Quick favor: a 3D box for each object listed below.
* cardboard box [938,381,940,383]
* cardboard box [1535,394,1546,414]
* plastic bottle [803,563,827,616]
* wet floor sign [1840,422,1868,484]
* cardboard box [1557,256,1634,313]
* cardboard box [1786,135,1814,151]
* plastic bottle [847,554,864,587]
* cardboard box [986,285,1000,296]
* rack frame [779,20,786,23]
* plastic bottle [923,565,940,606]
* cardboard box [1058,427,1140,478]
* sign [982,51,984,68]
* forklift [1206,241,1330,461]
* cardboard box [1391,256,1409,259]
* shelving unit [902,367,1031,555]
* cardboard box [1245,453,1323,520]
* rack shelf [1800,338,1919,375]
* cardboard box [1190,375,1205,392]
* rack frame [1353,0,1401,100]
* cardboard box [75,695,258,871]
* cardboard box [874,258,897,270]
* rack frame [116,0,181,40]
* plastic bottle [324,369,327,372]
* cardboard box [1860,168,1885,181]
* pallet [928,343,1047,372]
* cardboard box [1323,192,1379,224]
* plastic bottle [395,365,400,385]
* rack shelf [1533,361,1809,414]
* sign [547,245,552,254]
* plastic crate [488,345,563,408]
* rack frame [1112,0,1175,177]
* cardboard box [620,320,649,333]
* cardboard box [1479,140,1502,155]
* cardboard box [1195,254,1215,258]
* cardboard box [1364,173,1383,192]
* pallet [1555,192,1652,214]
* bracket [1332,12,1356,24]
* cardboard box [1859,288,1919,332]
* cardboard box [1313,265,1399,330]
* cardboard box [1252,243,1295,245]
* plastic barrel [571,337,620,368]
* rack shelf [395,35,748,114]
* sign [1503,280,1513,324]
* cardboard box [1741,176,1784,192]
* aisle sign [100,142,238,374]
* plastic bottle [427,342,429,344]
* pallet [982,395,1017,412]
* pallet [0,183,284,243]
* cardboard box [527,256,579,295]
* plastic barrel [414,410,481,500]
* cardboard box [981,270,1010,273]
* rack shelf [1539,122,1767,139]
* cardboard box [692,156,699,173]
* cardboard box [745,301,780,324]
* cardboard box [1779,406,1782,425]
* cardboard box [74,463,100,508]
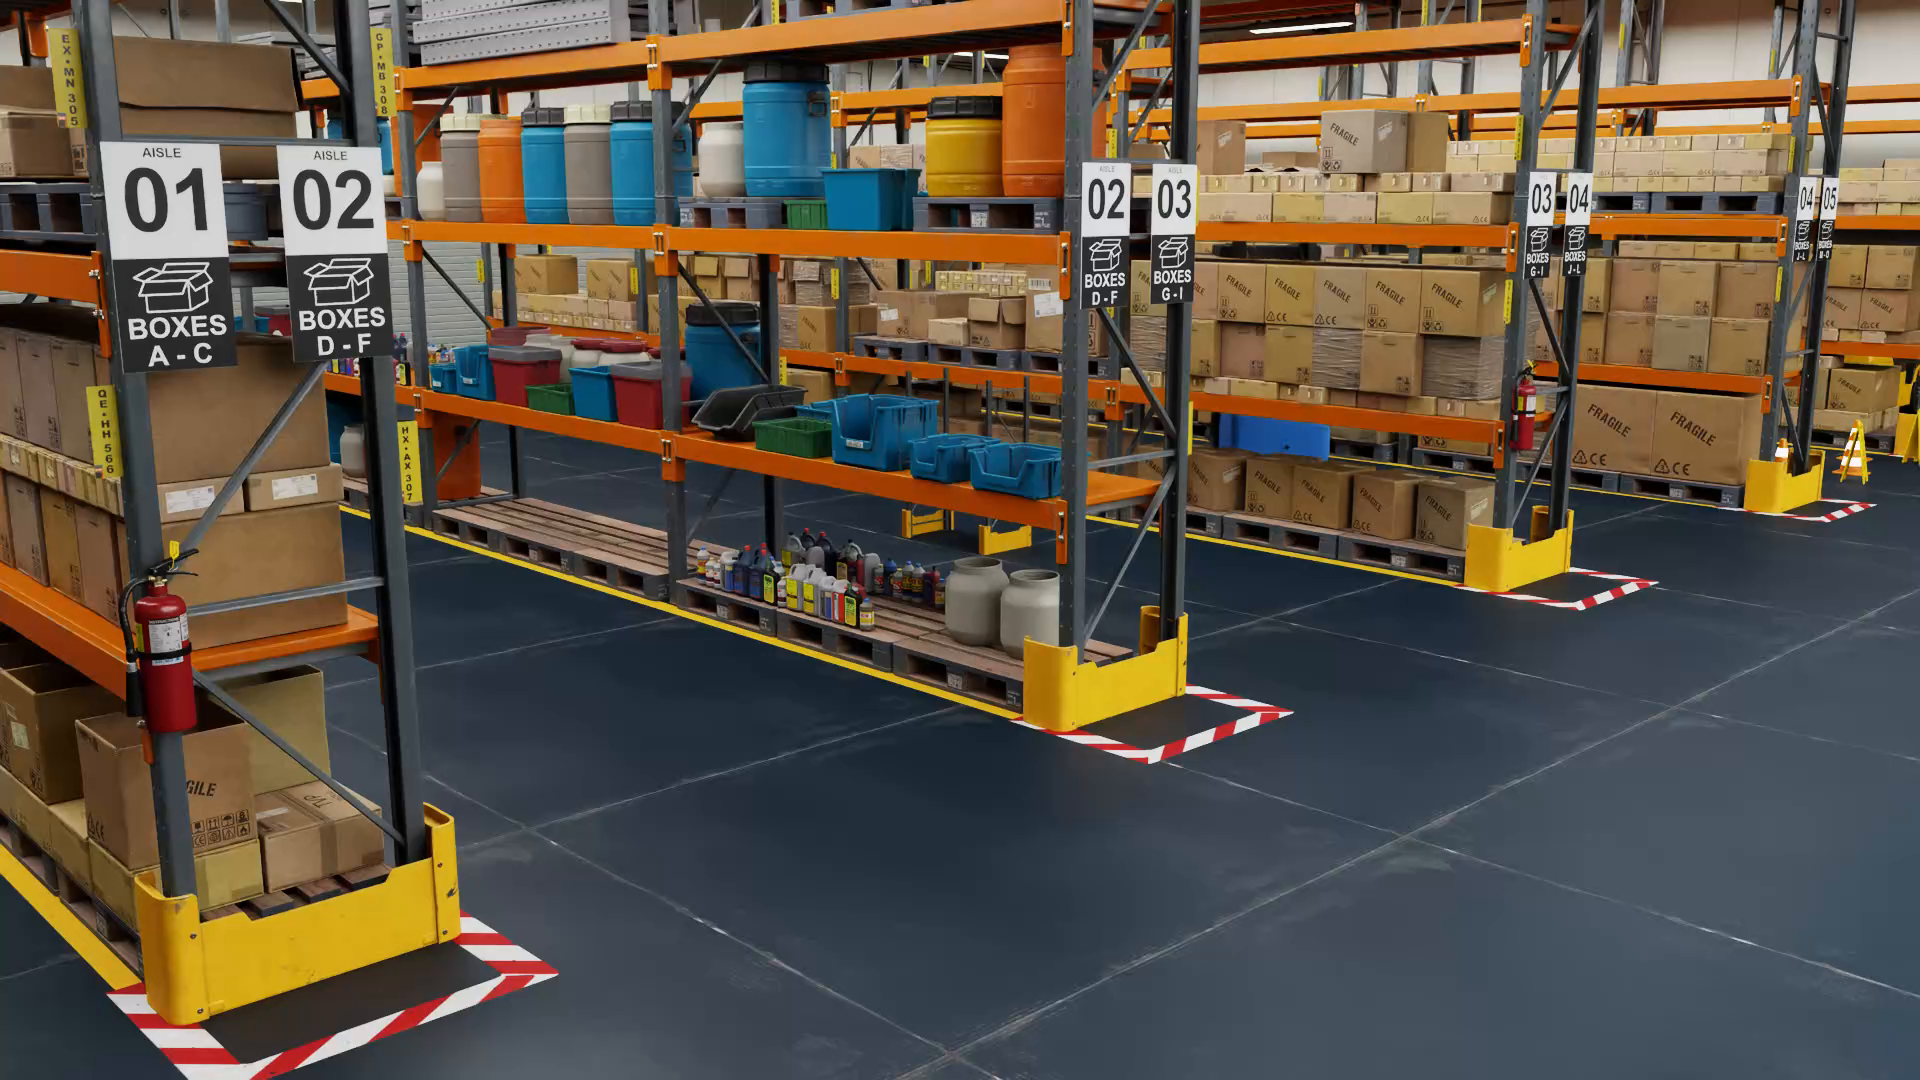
[{"bbox_3d":[-0.279,-2.526,25.761,0.380,0.149,0.250,-10,15,-41],"label":"cardboard box"},{"bbox_3d":[4.529,-1.104,13.457,0.380,0.149,0.250,-11,16,-43],"label":"cardboard box"},{"bbox_3d":[-0.981,0.329,11.356,0.144,0.351,0.185,-10,15,-40],"label":"plastic bottle"},{"bbox_3d":[9.663,-0.947,17.908,0.232,0.644,0.267,8,14,35],"label":"wet floor sign"},{"bbox_3d":[6.788,-2.717,17.620,0.875,0.550,0.500,-11,16,-43],"label":"cardboard box"},{"bbox_3d":[8.211,-3.913,16.393,0.380,0.149,0.250,-11,16,-42],"label":"cardboard box"},{"bbox_3d":[-0.749,0.238,11.965,0.061,0.283,0.133,-11,16,-43],"label":"plastic bottle"},{"bbox_3d":[0.590,-3.534,23.477,0.380,0.149,0.250,-10,15,-40],"label":"cardboard box"},{"bbox_3d":[-2.838,-7.102,27.080,1.000,3.000,0.127,-11,16,-43],"label":"rack frame"},{"bbox_3d":[-0.198,0.310,11.616,0.061,0.283,0.133,-11,16,-42],"label":"plastic bottle"},{"bbox_3d":[1.383,-0.819,16.559,0.500,0.500,0.700,10,15,41],"label":"cardboard box"},{"bbox_3d":[0.321,-7.131,24.516,0.100,0.325,0.005,-11,16,-43],"label":"sign"},{"bbox_3d":[3.344,-2.203,18.341,1.130,2.935,3.031,0,12,2],"label":"forklift"},{"bbox_3d":[6.705,-3.928,24.516,0.500,0.500,0.500,-10,15,-40],"label":"cardboard box"},{"bbox_3d":[0.053,-0.723,14.706,0.587,1.500,1.083,-11,16,-43],"label":"shelving unit"},{"bbox_3d":[2.925,-0.491,15.014,0.500,0.500,0.500,10,15,40],"label":"cardboard box"},{"bbox_3d":[10.340,-2.472,21.261,1.077,0.370,4.000,-11,16,-43],"label":"rack shelf"},{"bbox_3d":[2.258,-1.433,15.057,0.380,0.149,0.250,-11,16,-43],"label":"cardboard box"},{"bbox_3d":[6.197,-6.639,24.833,1.000,3.000,0.127,-11,16,-43],"label":"rack frame"},{"bbox_3d":[-3.199,0.965,6.709,0.500,0.500,0.500,-11,16,-43],"label":"cardboard box"},{"bbox_3d":[-0.957,-4.370,25.224,0.500,0.500,0.500,11,16,43],"label":"cardboard box"},{"bbox_3d":[-10.078,-5.735,20.447,1.000,3.000,0.127,-11,16,-43],"label":"rack frame"},{"bbox_3d":[-6.344,-1.825,16.656,0.097,0.271,0.097,0,12,0],"label":"plastic bottle"},{"bbox_3d":[10.934,-4.355,19.830,0.380,0.149,0.250,-11,16,-43],"label":"cardboard box"},{"bbox_3d":[0.426,-1.942,17.380,1.003,0.211,1.213,-11,16,-43],"label":"pallet"},{"bbox_3d":[3.342,-2.731,13.671,0.500,0.250,0.500,-10,16,-41],"label":"cardboard box"},{"bbox_3d":[-5.207,-1.551,15.497,0.097,0.201,0.097,0,12,0],"label":"plastic bottle"},{"bbox_3d":[6.830,-1.768,17.841,1.077,0.370,4.000,-11,16,-43],"label":"rack shelf"},{"bbox_3d":[-6.093,-4.244,24.619,0.100,0.325,0.005,-11,16,-43],"label":"sign"},{"bbox_3d":[-3.658,-1.382,14.027,0.402,0.464,0.583,-11,16,-43],"label":"plastic crate"},{"bbox_3d":[1.792,-4.674,15.297,1.000,3.000,0.127,-11,16,-43],"label":"rack frame"},{"bbox_3d":[-4.181,-2.779,21.589,0.380,0.149,0.250,-11,16,-42],"label":"cardboard box"},{"bbox_3d":[5.806,-4.229,17.928,0.380,0.149,0.250,-11,16,-43],"label":"cardboard box"},{"bbox_3d":[3.339,-3.394,21.226,0.700,0.500,0.500,-11,16,-43],"label":"cardboard box"},{"bbox_3d":[3.502,-2.906,13.531,0.380,0.149,0.250,-11,16,-42],"label":"cardboard box"},{"bbox_3d":[6.844,-3.539,17.441,1.003,0.211,1.213,-11,16,-43],"label":"pallet"},{"bbox_3d":[7.223,-9.795,31.232,0.235,0.232,0.430,-11,16,-43],"label":"bracket"},{"bbox_3d":[11.147,-2.768,19.929,0.500,0.500,0.500,-11,16,-44],"label":"cardboard box"},{"bbox_3d":[3.302,-2.028,13.856,0.500,0.500,0.500,-11,16,-43],"label":"cardboard box"},{"bbox_3d":[4.952,-4.425,26.231,0.500,0.500,0.500,-11,16,-43],"label":"cardboard box"},{"bbox_3d":[-3.098,-1.452,14.190,0.433,0.535,0.433,0,12,0],"label":"plastic barrel"},{"bbox_3d":[-3.172,-3.727,13.476,1.077,0.370,4.000,-11,16,-43],"label":"rack shelf"},{"bbox_3d":[4.139,-1.799,12.558,0.100,0.325,0.005,-11,16,-43],"label":"sign"},{"bbox_3d":[7.736,-3.430,16.028,0.380,0.149,0.250,-11,16,-43],"label":"cardboard box"},{"bbox_3d":[-2.781,-0.995,5.863,0.394,0.787,0.004,-11,16,-43],"label":"aisle sign"},{"bbox_3d":[-5.383,-1.855,16.772,0.061,0.283,0.133,-11,16,-43],"label":"plastic bottle"},{"bbox_3d":[0.463,-2.100,24.583,1.003,0.211,1.213,-11,16,-43],"label":"pallet"},{"bbox_3d":[-3.083,-1.305,6.595,1.003,0.211,1.213,-11,16,-43],"label":"pallet"},{"bbox_3d":[-5.652,-3.671,23.072,0.500,0.500,0.500,11,16,44],"label":"cardboard box"},{"bbox_3d":[-4.903,-0.841,15.897,0.600,0.830,0.708,-11,16,-43],"label":"plastic barrel"},{"bbox_3d":[0.529,-3.883,24.433,0.250,0.149,0.380,11,16,43],"label":"cardboard box"},{"bbox_3d":[11.165,-6.491,26.889,1.077,0.370,4.000,-11,16,-43],"label":"rack shelf"},{"bbox_3d":[-3.325,-4.544,20.810,0.700,0.500,0.500,-10,16,-41],"label":"cardboard box"},{"bbox_3d":[-2.192,-2.555,19.630,0.500,0.500,0.500,11,16,43],"label":"cardboard box"},{"bbox_3d":[10.251,-1.625,21.136,0.500,0.250,0.500,11,16,43],"label":"cardboard box"},{"bbox_3d":[-3.374,-0.243,6.802,0.380,0.149,0.250,-11,16,-43],"label":"cardboard box"}]
